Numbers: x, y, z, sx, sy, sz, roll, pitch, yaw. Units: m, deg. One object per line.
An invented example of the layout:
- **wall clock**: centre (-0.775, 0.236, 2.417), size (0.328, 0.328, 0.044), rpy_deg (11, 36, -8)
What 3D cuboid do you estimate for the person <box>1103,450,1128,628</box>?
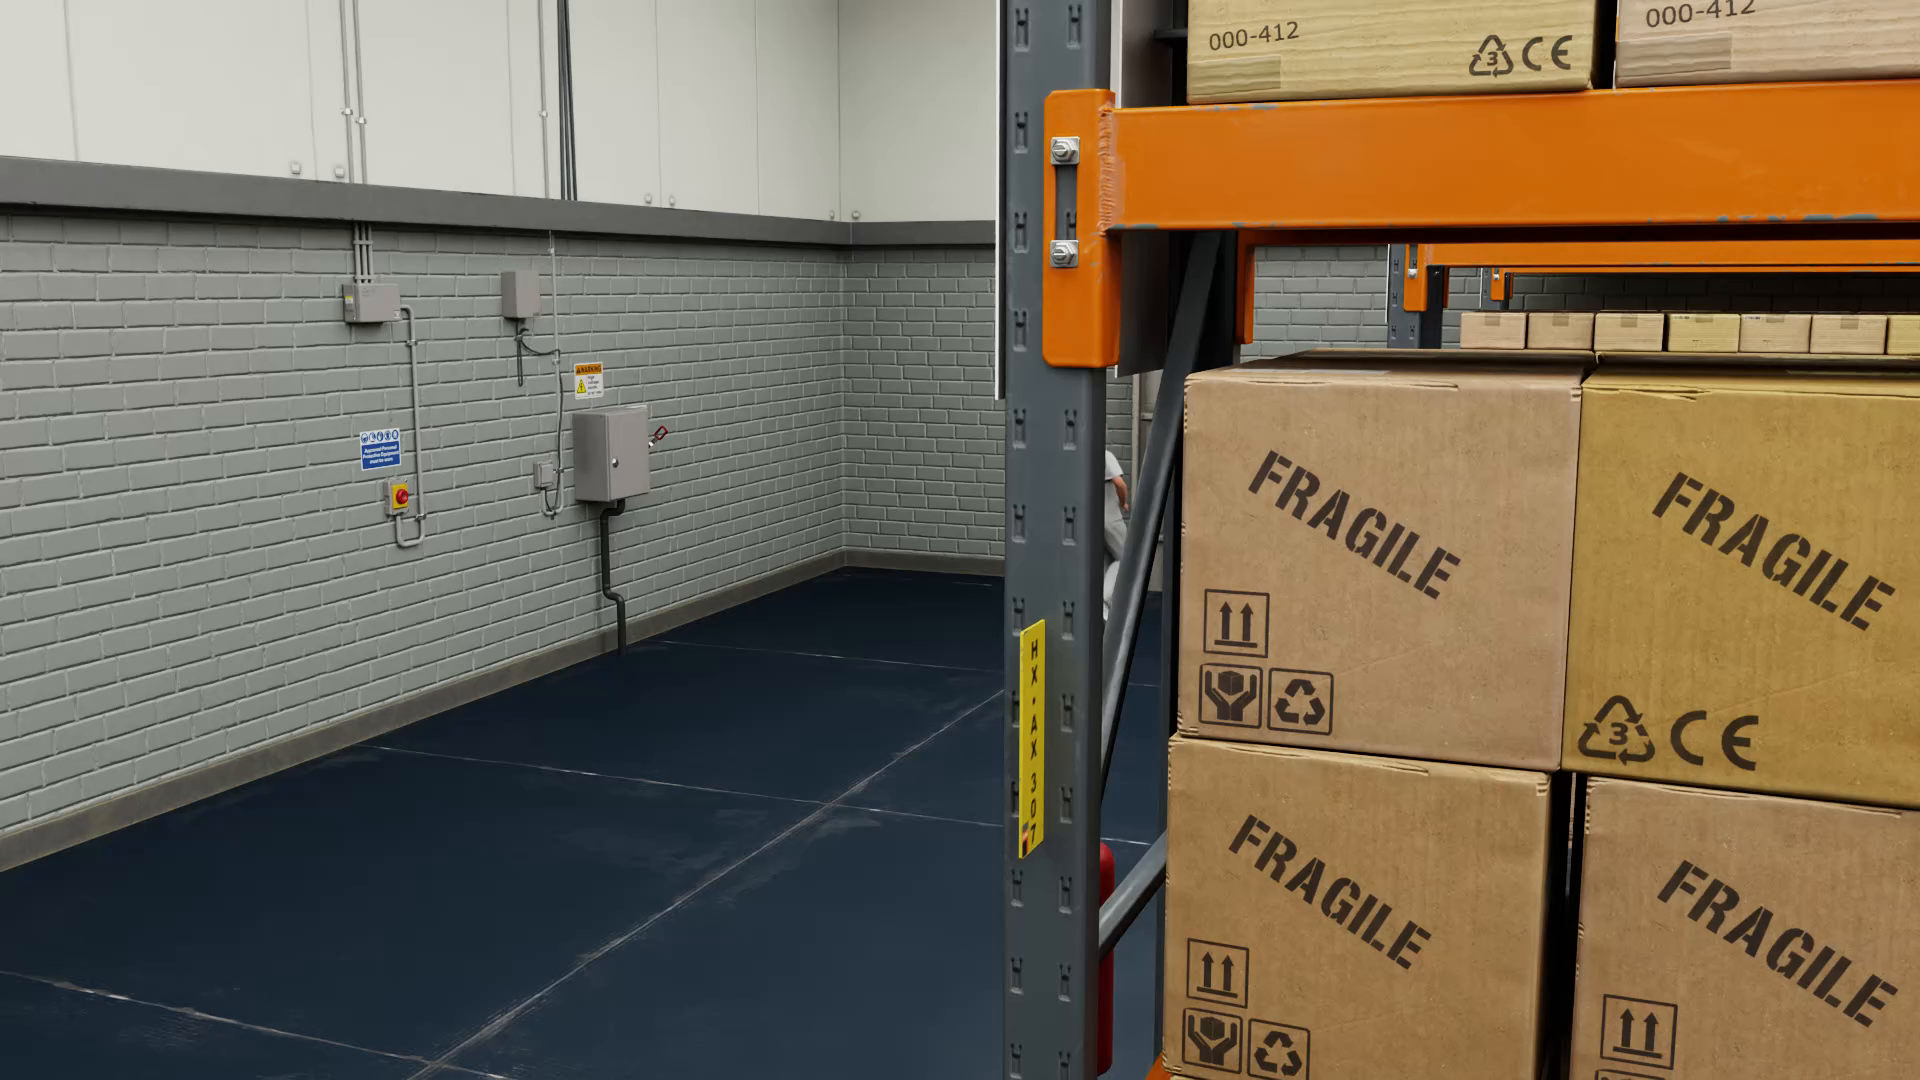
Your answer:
- **person**: centre (1.071, -0.158, 12.519), size (0.601, 1.624, 0.634), rpy_deg (6, 11, 35)
